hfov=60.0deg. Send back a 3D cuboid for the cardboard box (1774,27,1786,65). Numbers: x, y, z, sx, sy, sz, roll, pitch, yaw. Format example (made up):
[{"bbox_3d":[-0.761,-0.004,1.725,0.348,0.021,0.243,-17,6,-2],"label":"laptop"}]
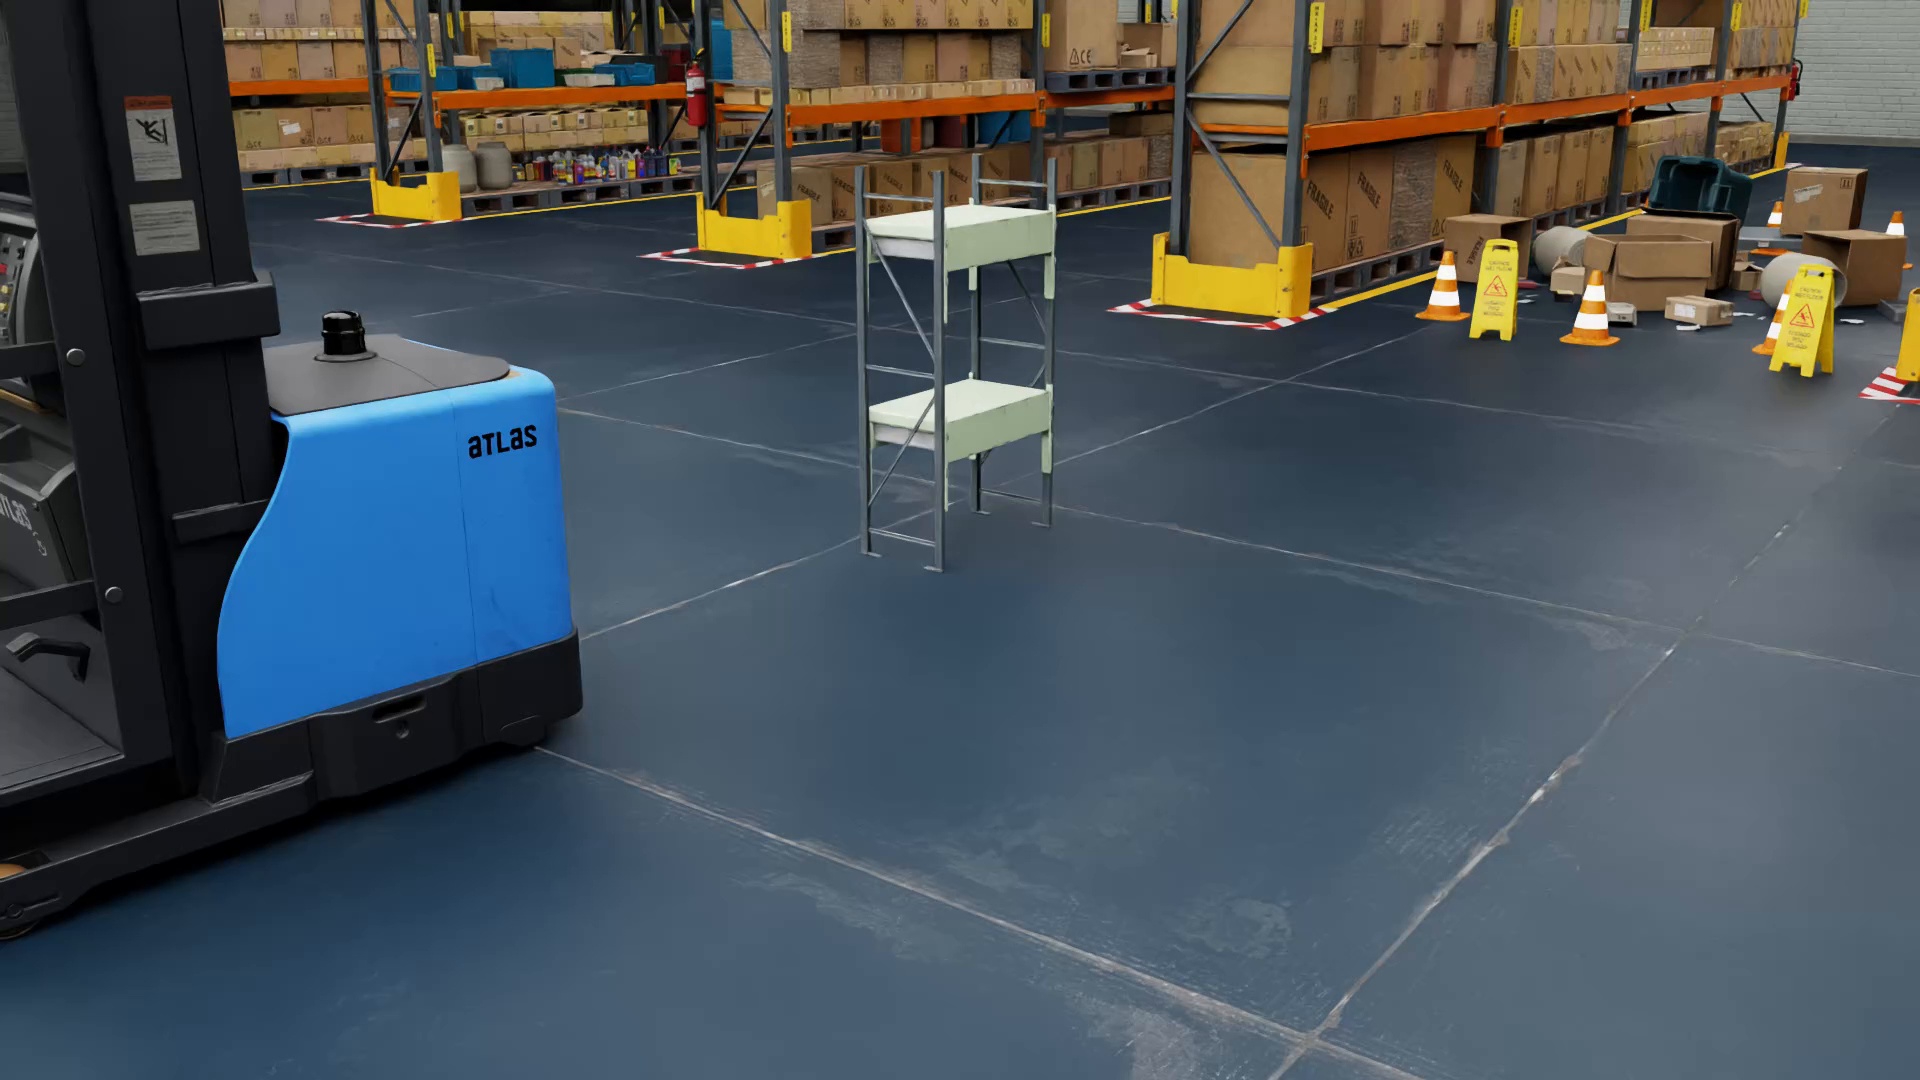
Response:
[{"bbox_3d":[11.156,-6.879,23.166,0.500,0.500,0.500,12,21,34],"label":"cardboard box"}]

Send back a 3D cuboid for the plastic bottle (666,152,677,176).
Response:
[{"bbox_3d":[-3.544,-4.621,20.403,0.061,0.283,0.133,14,22,37],"label":"plastic bottle"}]

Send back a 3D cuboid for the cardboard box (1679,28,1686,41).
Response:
[{"bbox_3d":[8.286,-5.935,19.509,0.380,0.149,0.250,11,21,32],"label":"cardboard box"}]

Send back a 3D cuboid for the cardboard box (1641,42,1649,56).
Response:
[{"bbox_3d":[7.371,-5.425,18.369,0.380,0.149,0.250,14,22,37],"label":"cardboard box"}]

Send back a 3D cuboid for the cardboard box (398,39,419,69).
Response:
[{"bbox_3d":[-7.758,-6.698,23.085,0.700,0.500,0.500,12,21,33],"label":"cardboard box"}]

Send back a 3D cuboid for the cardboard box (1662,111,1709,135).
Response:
[{"bbox_3d":[8.905,-5.153,20.522,0.500,0.250,0.500,12,21,33],"label":"cardboard box"}]

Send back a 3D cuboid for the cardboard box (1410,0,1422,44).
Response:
[{"bbox_3d":[3.155,-4.227,13.224,0.875,0.550,0.500,12,21,35],"label":"cardboard box"}]

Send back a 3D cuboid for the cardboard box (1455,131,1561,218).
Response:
[{"bbox_3d":[5.254,-3.624,16.441,1.050,0.750,0.750,12,21,35],"label":"cardboard box"}]

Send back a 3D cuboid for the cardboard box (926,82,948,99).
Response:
[{"bbox_3d":[-0.342,-4.428,16.367,0.380,0.149,0.250,12,21,35],"label":"cardboard box"}]

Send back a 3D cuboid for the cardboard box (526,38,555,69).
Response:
[{"bbox_3d":[-6.415,-7.229,24.797,0.500,0.500,0.500,12,21,35],"label":"cardboard box"}]

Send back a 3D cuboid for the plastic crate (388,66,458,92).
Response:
[{"bbox_3d":[-5.848,-5.029,18.131,0.499,0.251,0.616,12,21,35],"label":"plastic crate"}]

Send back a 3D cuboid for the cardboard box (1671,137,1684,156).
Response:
[{"bbox_3d":[8.291,-4.553,19.853,0.500,0.500,0.500,12,21,34],"label":"cardboard box"}]

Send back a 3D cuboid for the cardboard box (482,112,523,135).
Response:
[{"bbox_3d":[-6.749,-6.085,24.263,0.500,0.311,0.500,12,21,34],"label":"cardboard box"}]

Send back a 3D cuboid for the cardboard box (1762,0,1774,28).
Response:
[{"bbox_3d":[10.539,-7.105,22.208,0.500,0.500,0.500,12,21,33],"label":"cardboard box"}]

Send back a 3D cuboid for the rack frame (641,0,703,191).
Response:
[{"bbox_3d":[-3.522,-5.881,20.623,1.000,3.000,0.127,12,21,35],"label":"rack frame"}]

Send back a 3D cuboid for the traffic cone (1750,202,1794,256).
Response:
[{"bbox_3d":[7.398,-2.831,15.080,0.336,0.463,0.334,12,21,35],"label":"traffic cone"}]

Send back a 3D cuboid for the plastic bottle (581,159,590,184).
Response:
[{"bbox_3d":[-4.371,-4.293,19.370,0.097,0.271,0.097,0,17,0],"label":"plastic bottle"}]

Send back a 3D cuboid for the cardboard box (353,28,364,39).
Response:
[{"bbox_3d":[-8.096,-6.770,22.223,0.380,0.149,0.250,12,21,34],"label":"cardboard box"}]

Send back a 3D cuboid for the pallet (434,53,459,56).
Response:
[{"bbox_3d":[-9.435,-8.304,28.749,1.213,0.211,1.003,12,21,35],"label":"pallet"}]

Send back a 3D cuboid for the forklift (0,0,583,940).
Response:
[{"bbox_3d":[-2.489,-0.616,3.785,1.130,2.935,3.031,16,23,41],"label":"forklift"}]

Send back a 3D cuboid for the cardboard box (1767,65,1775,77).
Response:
[{"bbox_3d":[11.112,-6.536,23.155,0.380,0.149,0.250,13,22,36],"label":"cardboard box"}]

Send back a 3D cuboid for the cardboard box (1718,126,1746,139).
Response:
[{"bbox_3d":[10.469,-5.547,22.643,0.380,0.149,0.250,13,21,35],"label":"cardboard box"}]

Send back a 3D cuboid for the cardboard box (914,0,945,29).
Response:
[{"bbox_3d":[-0.488,-5.160,15.947,0.500,0.500,0.500,12,21,35],"label":"cardboard box"}]

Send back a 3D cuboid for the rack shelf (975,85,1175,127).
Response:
[{"bbox_3d":[1.647,-5.138,19.445,1.077,0.370,4.000,12,21,35],"label":"rack shelf"}]

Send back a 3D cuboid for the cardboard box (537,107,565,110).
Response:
[{"bbox_3d":[-6.275,-6.544,25.742,0.500,0.311,0.500,12,21,33],"label":"cardboard box"}]

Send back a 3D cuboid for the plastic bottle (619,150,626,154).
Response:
[{"bbox_3d":[-4.235,-4.710,20.703,0.152,0.276,0.135,13,22,37],"label":"plastic bottle"}]

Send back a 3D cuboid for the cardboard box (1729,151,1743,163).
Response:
[{"bbox_3d":[10.361,-5.196,22.515,0.380,0.149,0.250,12,21,33],"label":"cardboard box"}]

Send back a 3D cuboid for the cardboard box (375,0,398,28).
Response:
[{"bbox_3d":[-8.058,-7.197,22.505,0.700,0.500,0.500,12,21,35],"label":"cardboard box"}]

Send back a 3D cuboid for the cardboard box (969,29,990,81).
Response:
[{"bbox_3d":[-0.189,-4.986,17.072,0.875,0.500,0.500,12,21,35],"label":"cardboard box"}]

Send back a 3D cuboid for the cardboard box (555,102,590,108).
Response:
[{"bbox_3d":[-7.522,-8.321,31.396,0.750,0.750,0.750,13,22,36],"label":"cardboard box"}]

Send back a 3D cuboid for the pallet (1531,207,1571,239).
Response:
[{"bbox_3d":[5.504,-3.262,16.892,1.003,0.211,1.213,12,21,35],"label":"pallet"}]

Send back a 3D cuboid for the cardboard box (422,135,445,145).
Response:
[{"bbox_3d":[-7.484,-5.794,24.273,0.500,0.250,0.500,12,21,34],"label":"cardboard box"}]

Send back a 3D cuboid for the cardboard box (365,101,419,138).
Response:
[{"bbox_3d":[-8.026,-5.947,23.501,0.500,0.500,0.500,12,21,35],"label":"cardboard box"}]

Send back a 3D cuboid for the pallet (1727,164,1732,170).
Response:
[{"bbox_3d":[9.517,-4.845,21.989,1.003,0.211,1.213,12,21,35],"label":"pallet"}]

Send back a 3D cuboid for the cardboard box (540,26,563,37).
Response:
[{"bbox_3d":[-7.680,-9.220,30.673,0.500,0.500,0.500,13,22,36],"label":"cardboard box"}]

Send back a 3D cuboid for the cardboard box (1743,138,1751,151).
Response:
[{"bbox_3d":[10.527,-5.390,22.640,0.380,0.149,0.250,13,21,35],"label":"cardboard box"}]

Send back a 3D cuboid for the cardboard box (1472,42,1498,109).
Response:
[{"bbox_3d":[4.168,-4.086,14.592,0.875,0.550,0.550,12,21,35],"label":"cardboard box"}]

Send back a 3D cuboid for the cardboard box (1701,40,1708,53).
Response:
[{"bbox_3d":[8.911,-6.040,20.351,0.380,0.149,0.250,13,21,35],"label":"cardboard box"}]

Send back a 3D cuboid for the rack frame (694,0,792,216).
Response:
[{"bbox_3d":[-1.928,-4.053,14.736,1.000,3.000,0.127,12,21,35],"label":"rack frame"}]

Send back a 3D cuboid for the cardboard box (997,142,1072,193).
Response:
[{"bbox_3d":[0.839,-4.164,18.568,0.700,0.500,0.500,11,20,31],"label":"cardboard box"}]

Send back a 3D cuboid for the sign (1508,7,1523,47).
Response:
[{"bbox_3d":[4.825,-4.458,14.450,0.100,0.325,0.005,12,21,35],"label":"sign"}]

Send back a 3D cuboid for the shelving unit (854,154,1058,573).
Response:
[{"bbox_3d":[-0.004,-0.715,6.516,0.431,1.500,0.755,12,21,35],"label":"shelving unit"}]

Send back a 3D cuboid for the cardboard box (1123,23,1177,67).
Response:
[{"bbox_3d":[2.297,-5.920,19.873,0.500,0.500,0.700,-16,24,-42],"label":"cardboard box"}]

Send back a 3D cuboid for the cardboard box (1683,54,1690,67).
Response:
[{"bbox_3d":[8.453,-5.713,19.800,0.380,0.149,0.250,11,21,32],"label":"cardboard box"}]

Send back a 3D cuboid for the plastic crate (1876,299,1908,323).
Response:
[{"bbox_3d":[6.820,-1.631,11.861,0.402,0.080,0.583,5,18,16],"label":"plastic crate"}]

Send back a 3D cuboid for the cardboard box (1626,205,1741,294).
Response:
[{"bbox_3d":[5.595,-2.264,12.957,0.797,0.637,0.503,12,21,35],"label":"cardboard box"}]

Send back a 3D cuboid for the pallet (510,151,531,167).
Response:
[{"bbox_3d":[-7.091,-5.608,24.445,1.003,0.211,1.213,12,21,35],"label":"pallet"}]

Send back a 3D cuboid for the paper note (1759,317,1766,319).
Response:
[{"bbox_3d":[5.695,-1.576,11.800,0.032,0.001,0.123,12,21,35],"label":"paper note"}]

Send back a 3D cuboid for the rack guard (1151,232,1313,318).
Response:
[{"bbox_3d":[1.981,-1.953,12.189,1.175,0.500,0.348,12,21,35],"label":"rack guard"}]

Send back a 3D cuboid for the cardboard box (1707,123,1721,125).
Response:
[{"bbox_3d":[10.542,-5.823,23.534,0.380,0.149,0.250,11,20,32],"label":"cardboard box"}]

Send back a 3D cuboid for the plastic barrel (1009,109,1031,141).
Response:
[{"bbox_3d":[0.906,-6.858,26.600,0.600,0.901,0.708,12,21,35],"label":"plastic barrel"}]

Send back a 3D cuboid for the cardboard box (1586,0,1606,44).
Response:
[{"bbox_3d":[6.186,-5.357,17.082,0.700,0.500,0.500,12,21,34],"label":"cardboard box"}]
